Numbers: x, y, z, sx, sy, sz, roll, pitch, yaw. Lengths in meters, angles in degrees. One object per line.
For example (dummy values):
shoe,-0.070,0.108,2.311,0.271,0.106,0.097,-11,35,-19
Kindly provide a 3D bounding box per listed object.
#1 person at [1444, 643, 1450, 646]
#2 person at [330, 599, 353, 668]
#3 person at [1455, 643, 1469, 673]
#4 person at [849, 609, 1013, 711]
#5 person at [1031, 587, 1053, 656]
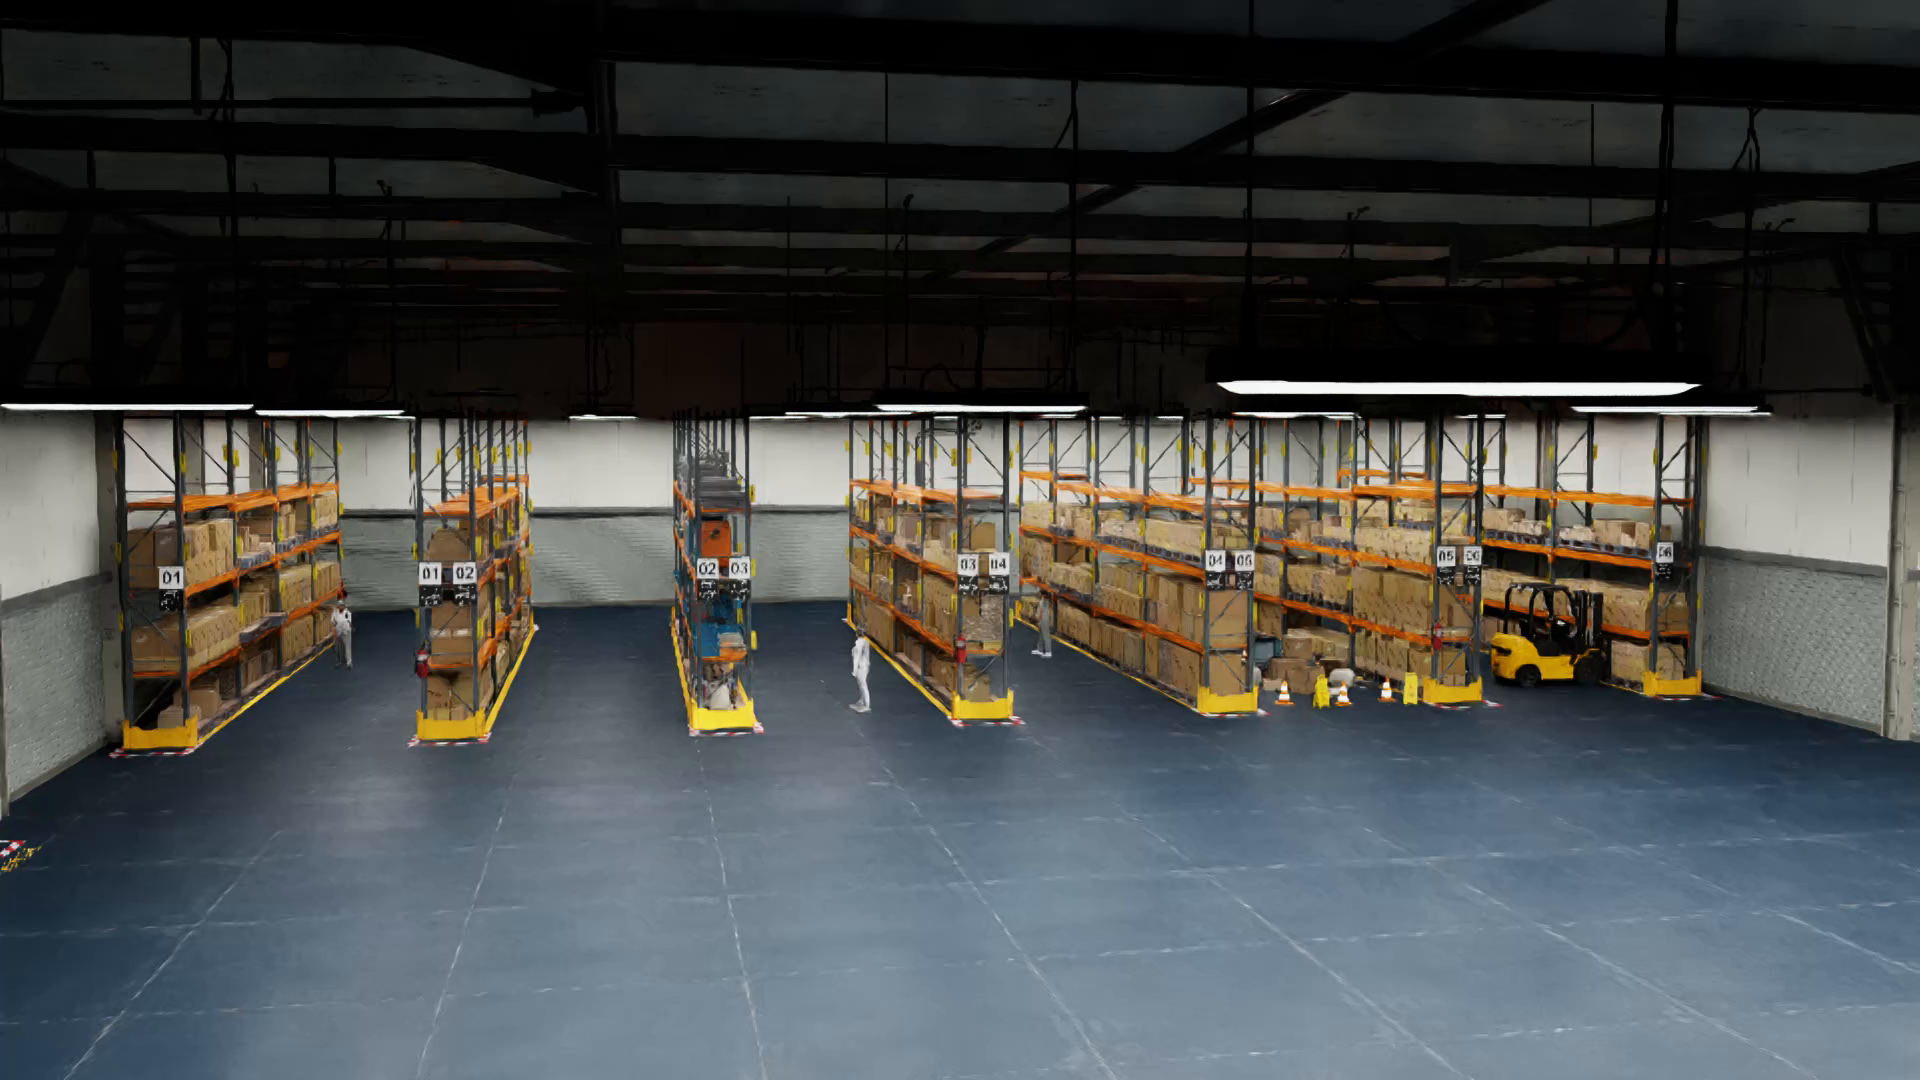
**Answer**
person,11.972,2.034,41.515,0.562,1.452,0.546,1,4,14
person,-14.351,2.172,38.601,0.491,1.590,0.984,-1,4,-20
person,11.331,2.343,37.872,0.527,1.349,0.478,2,4,21
person,-0.645,2.361,32.531,3.320,2.078,0.571,1,4,18
person,2.002,1.985,40.621,0.580,1.666,0.575,1,4,13
